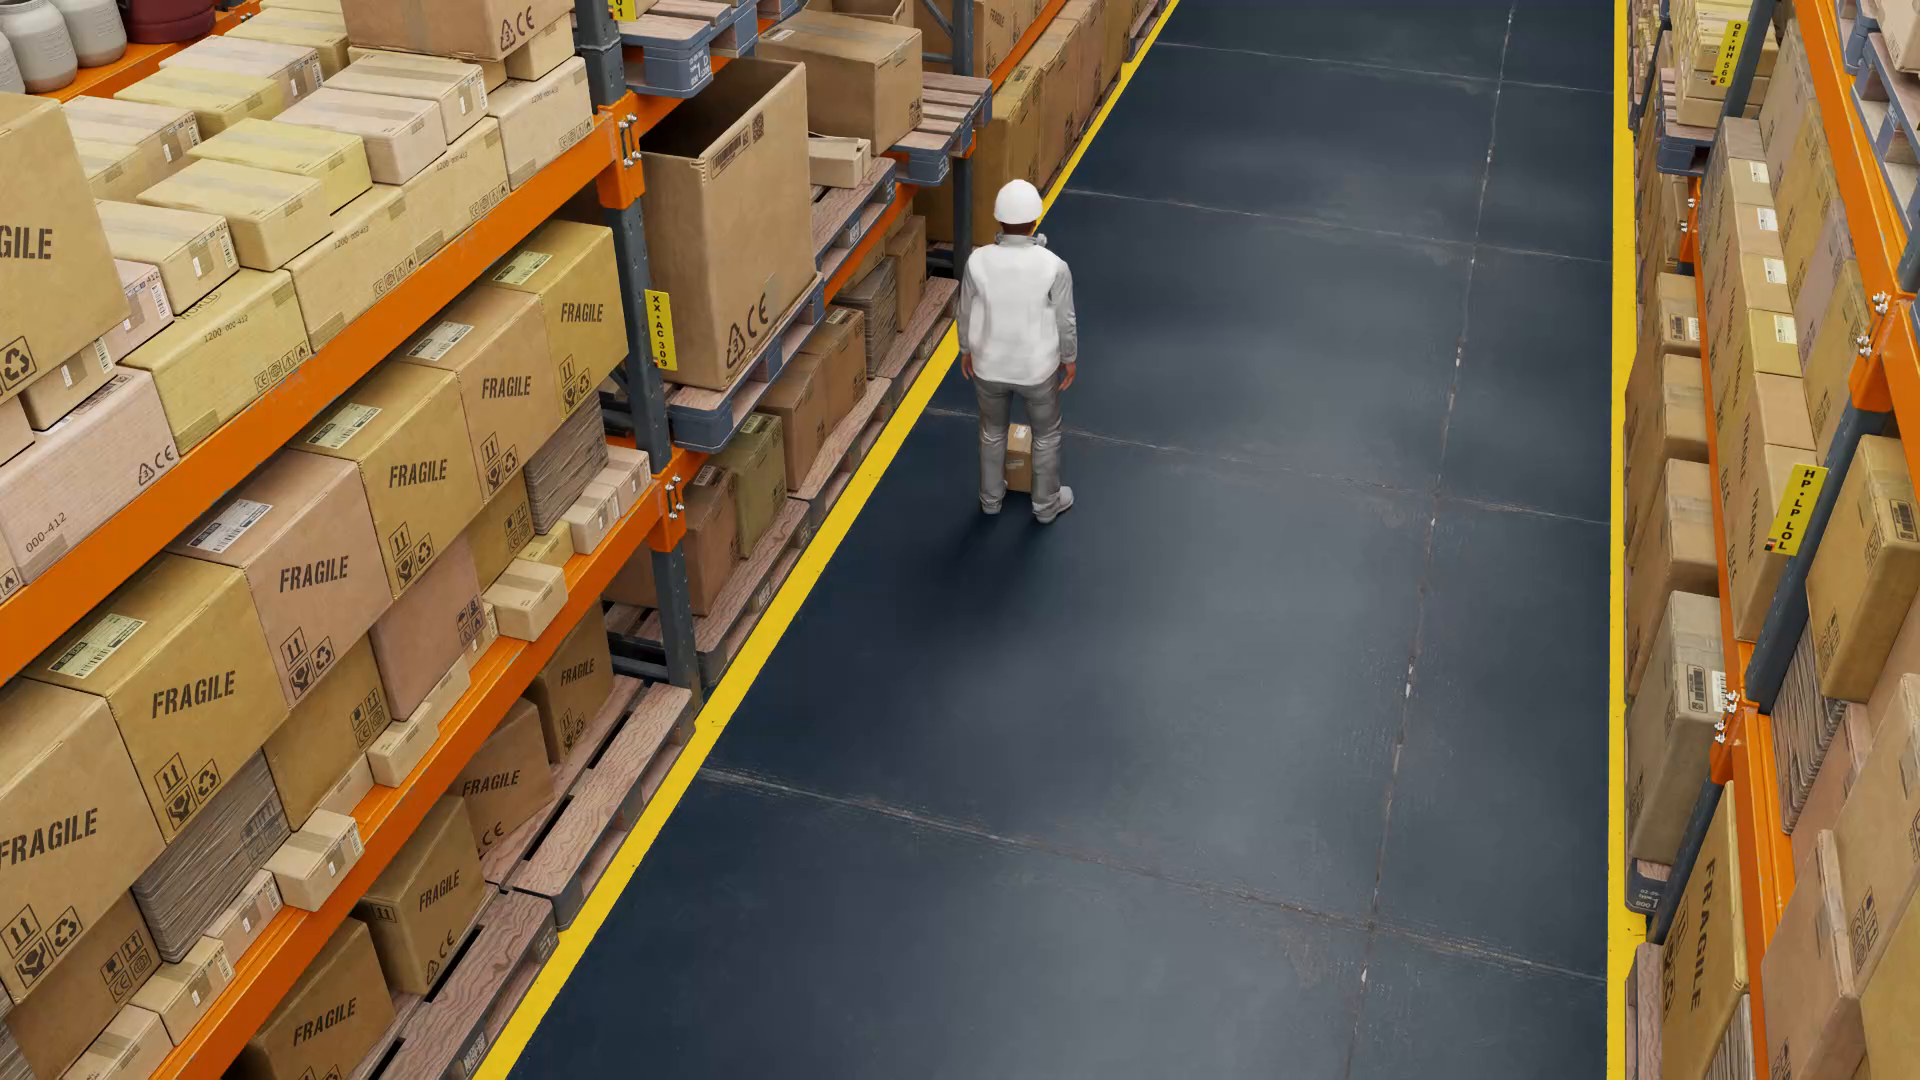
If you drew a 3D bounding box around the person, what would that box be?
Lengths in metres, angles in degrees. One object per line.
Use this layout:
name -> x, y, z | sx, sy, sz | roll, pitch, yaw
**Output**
person -> 0.277, -0.882, 8.049 | 0.590, 1.770, 0.465 | 8, 38, 11
